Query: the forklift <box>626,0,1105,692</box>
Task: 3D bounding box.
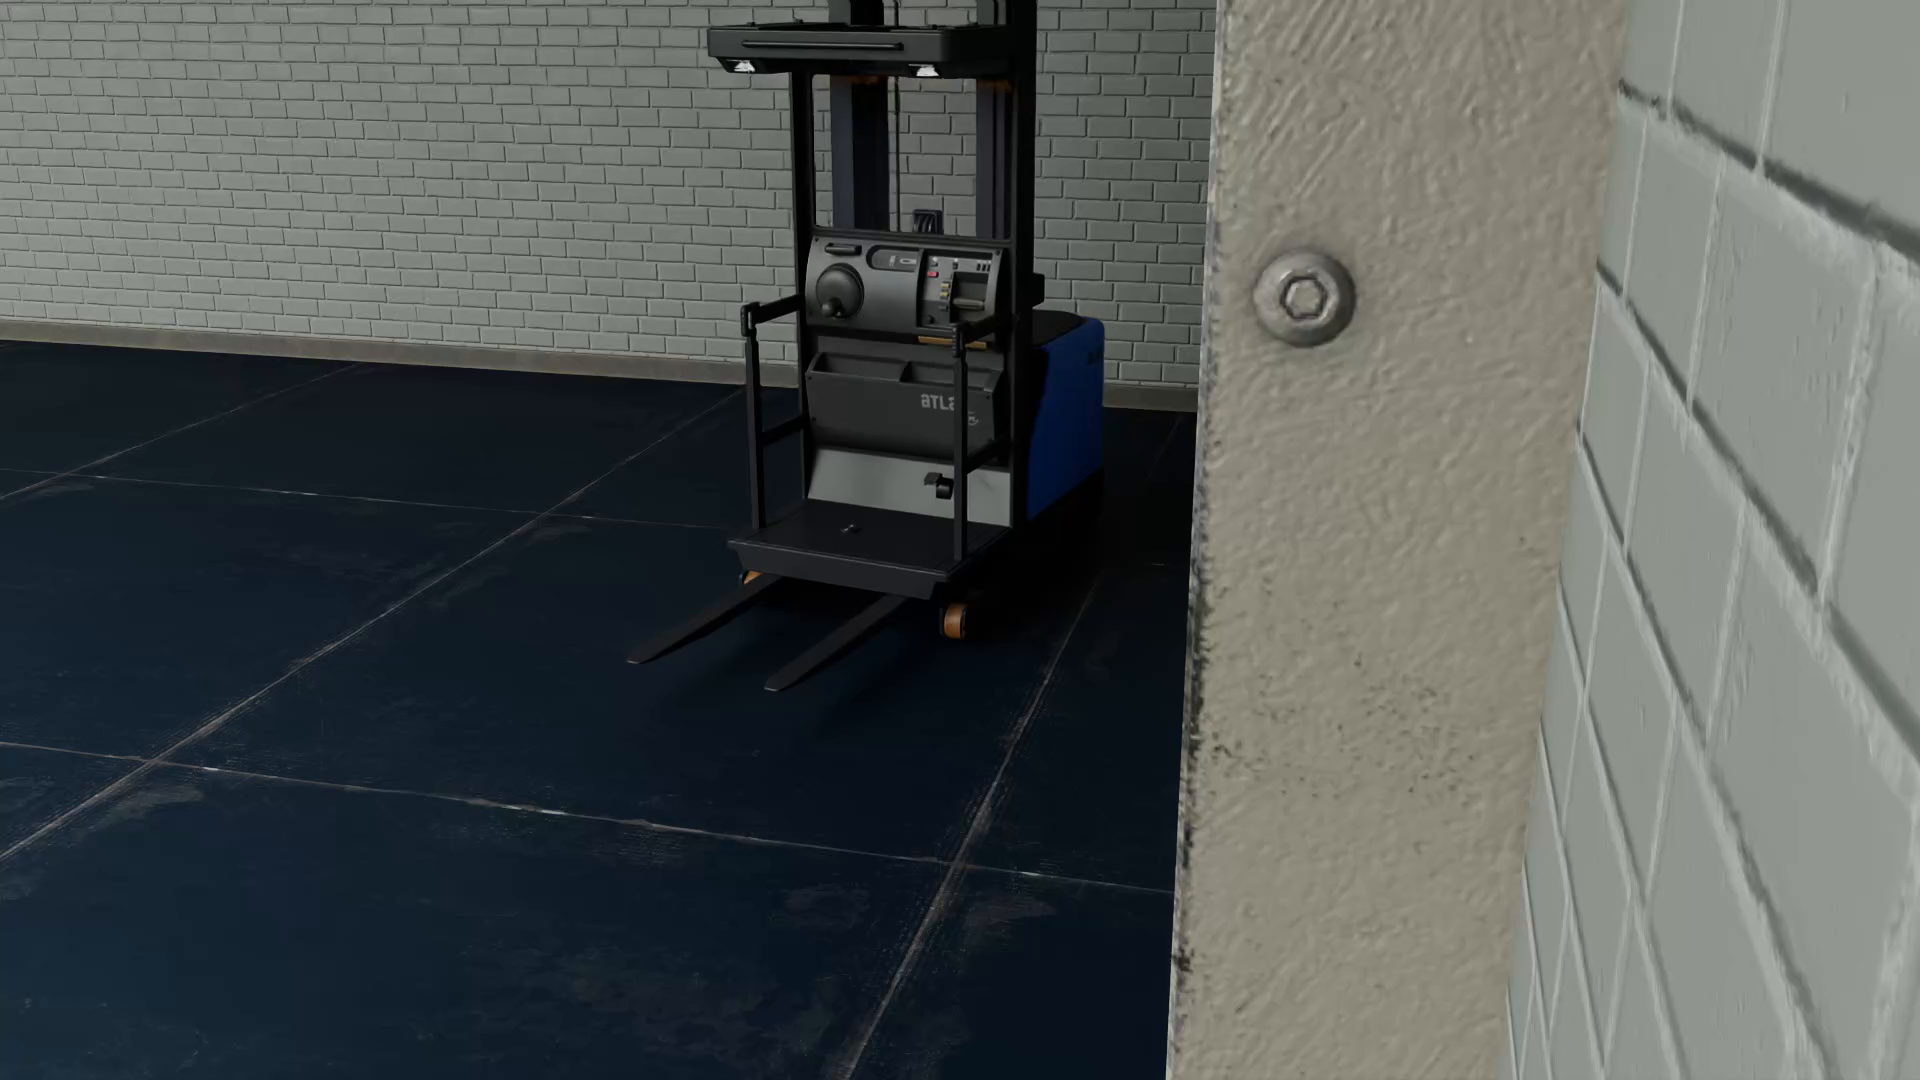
[{"bbox_3d":[-0.337,-1.115,7.094,1.130,2.935,3.031,8,21,23],"label":"forklift"}]
